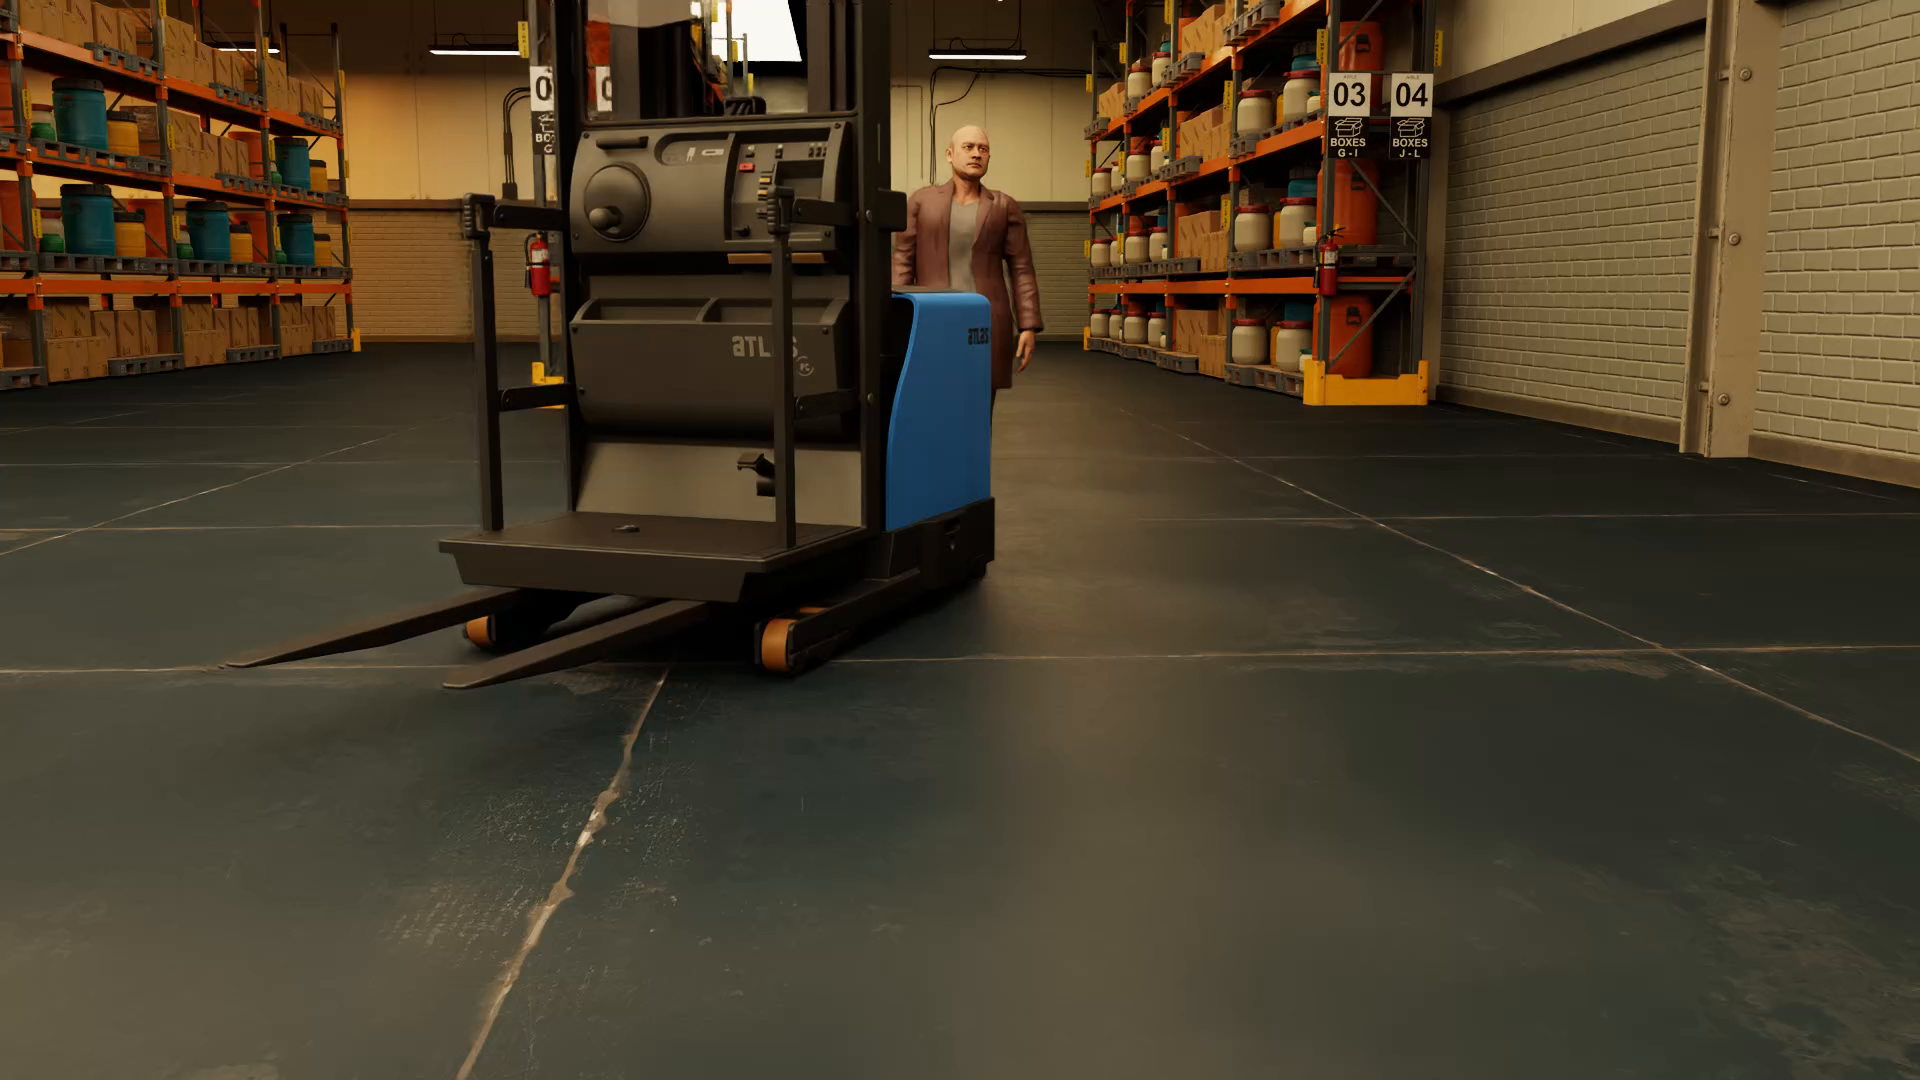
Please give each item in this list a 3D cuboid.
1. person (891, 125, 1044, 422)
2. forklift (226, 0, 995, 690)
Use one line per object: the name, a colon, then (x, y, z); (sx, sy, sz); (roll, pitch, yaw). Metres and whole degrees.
person: (0.017, -0.869, 7.084); (0.697, 1.779, 0.576); (0, 8, -3)
forklift: (-0.863, -1.133, 4.963); (1.130, 2.935, 3.031); (3, 9, 20)
